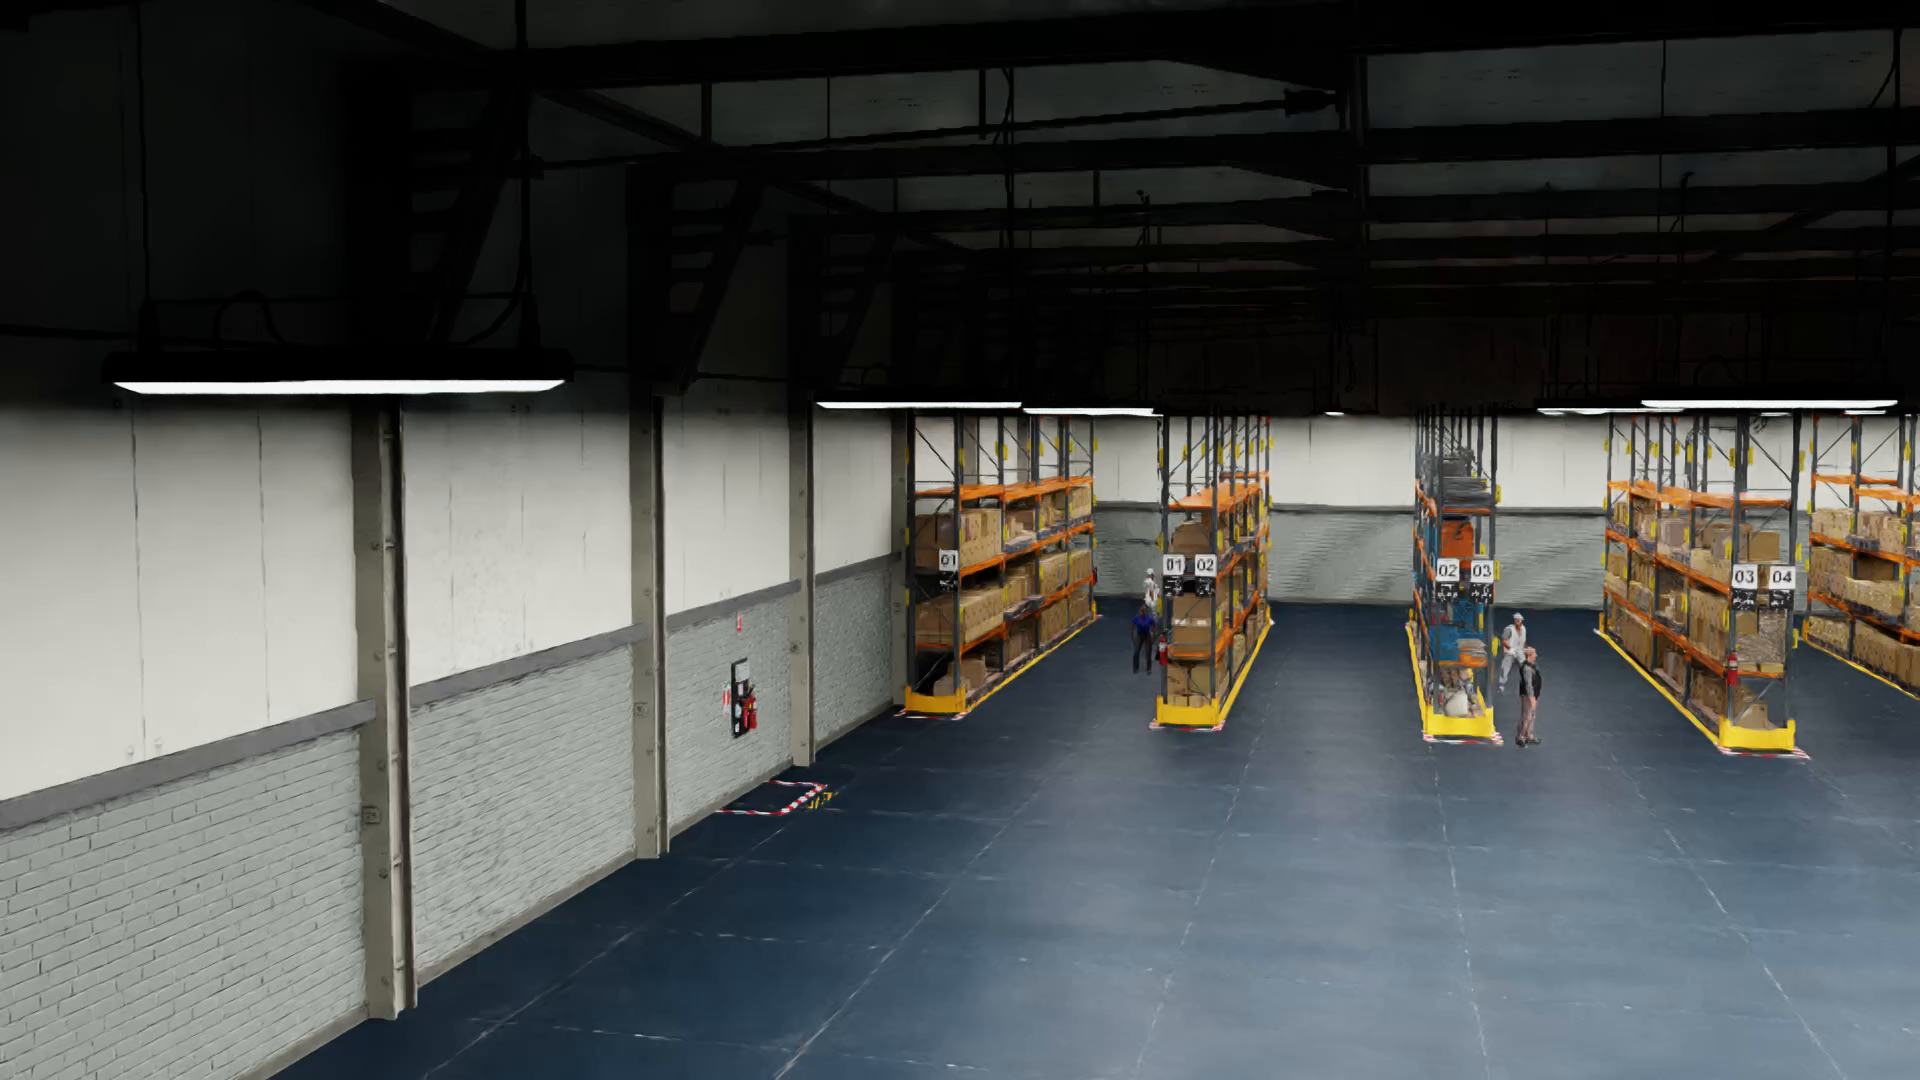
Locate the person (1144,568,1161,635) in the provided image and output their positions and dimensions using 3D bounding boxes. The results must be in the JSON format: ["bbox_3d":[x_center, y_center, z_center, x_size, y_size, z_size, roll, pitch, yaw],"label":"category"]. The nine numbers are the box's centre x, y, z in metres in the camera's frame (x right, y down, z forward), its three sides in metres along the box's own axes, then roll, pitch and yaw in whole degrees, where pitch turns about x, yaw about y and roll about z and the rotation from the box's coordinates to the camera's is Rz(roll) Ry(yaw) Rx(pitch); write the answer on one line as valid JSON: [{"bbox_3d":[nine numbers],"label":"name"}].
[{"bbox_3d":[5.042,1.637,43.876,0.415,1.781,0.604,-1,4,-10],"label":"person"}]

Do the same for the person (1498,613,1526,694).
[{"bbox_3d":[11.478,2.349,34.378,0.671,1.727,0.773,-1,4,-9],"label":"person"}]

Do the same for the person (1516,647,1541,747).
[{"bbox_3d":[9.967,2.725,29.115,0.388,1.724,0.681,2,5,25],"label":"person"}]

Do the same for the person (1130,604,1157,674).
[{"bbox_3d":[4.118,2.212,37.339,0.592,1.604,0.518,1,4,12],"label":"person"}]
